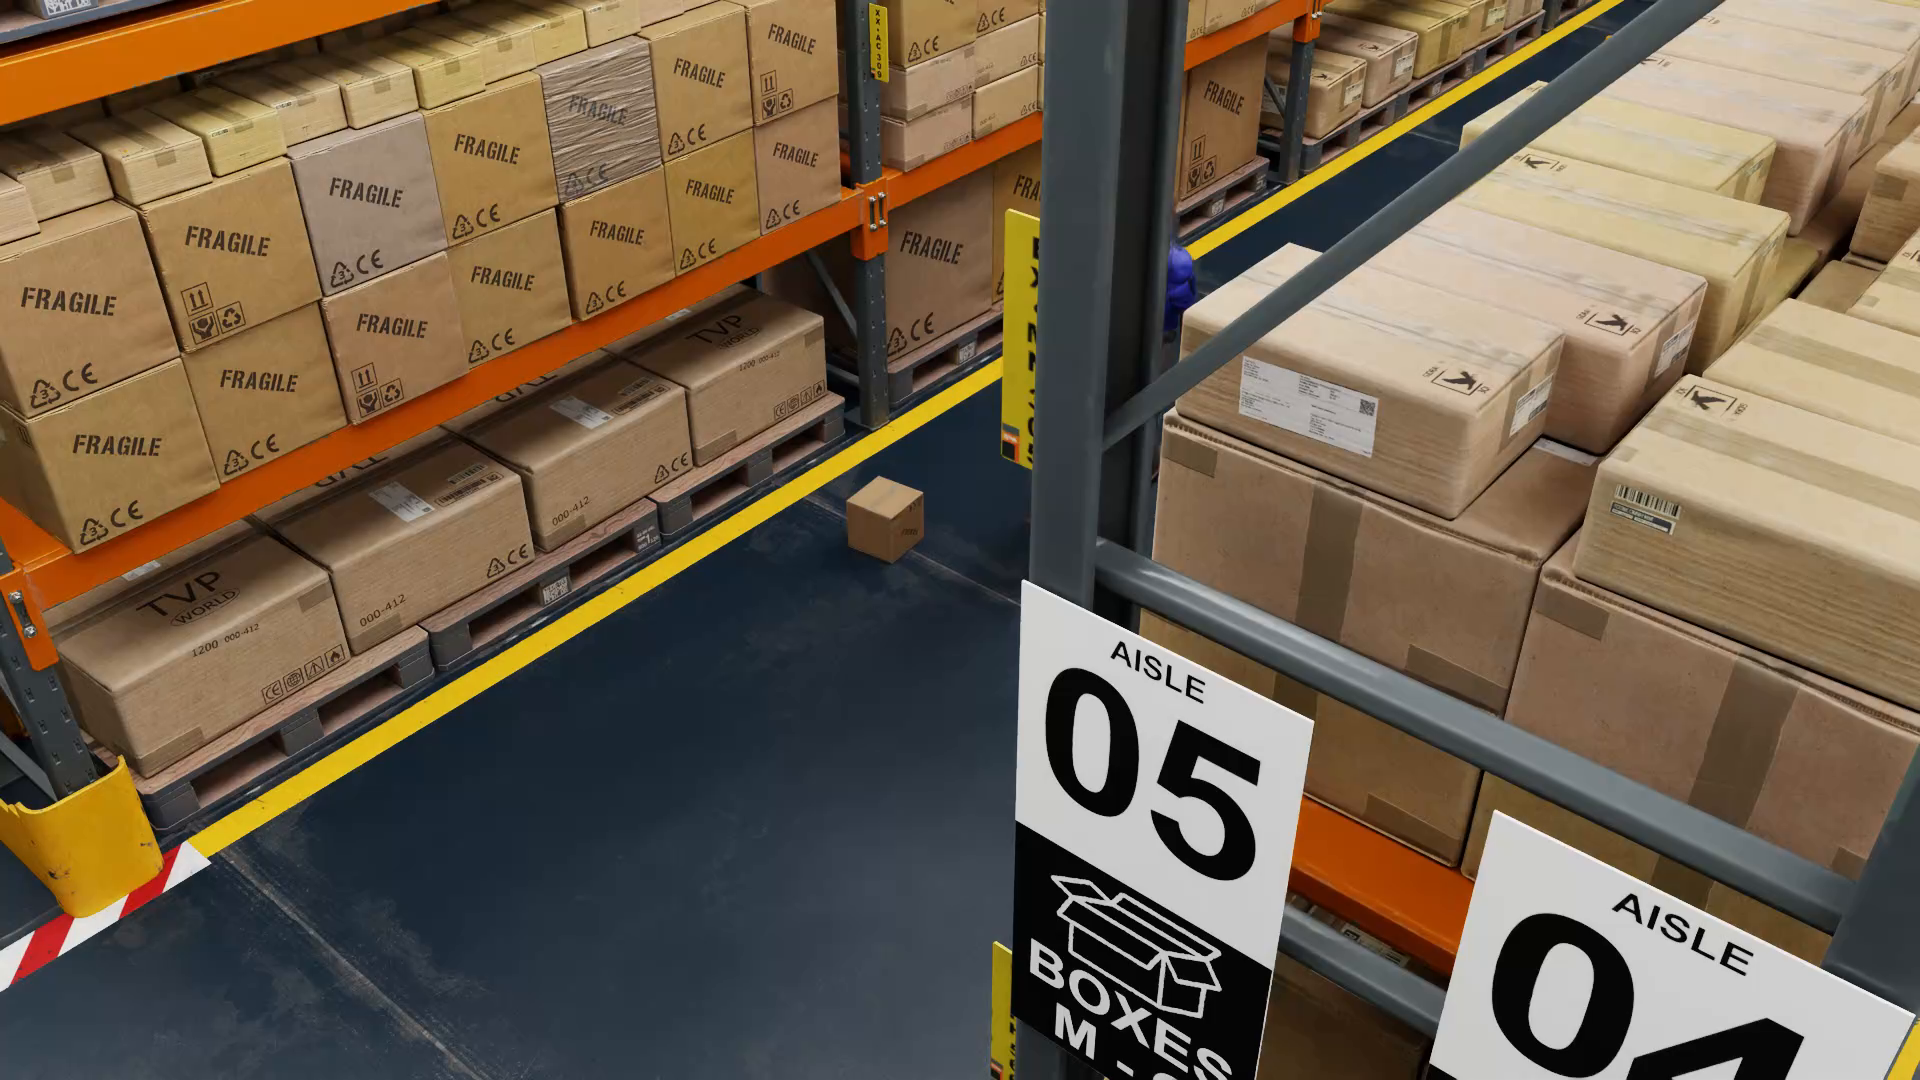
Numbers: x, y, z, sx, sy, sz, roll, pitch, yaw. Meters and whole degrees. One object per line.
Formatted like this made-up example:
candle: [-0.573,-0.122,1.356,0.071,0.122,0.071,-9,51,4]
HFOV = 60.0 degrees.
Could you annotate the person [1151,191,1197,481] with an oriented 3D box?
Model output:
person: [0.762,-0.814,7.318,0.492,1.599,1.001,29,44,34]
